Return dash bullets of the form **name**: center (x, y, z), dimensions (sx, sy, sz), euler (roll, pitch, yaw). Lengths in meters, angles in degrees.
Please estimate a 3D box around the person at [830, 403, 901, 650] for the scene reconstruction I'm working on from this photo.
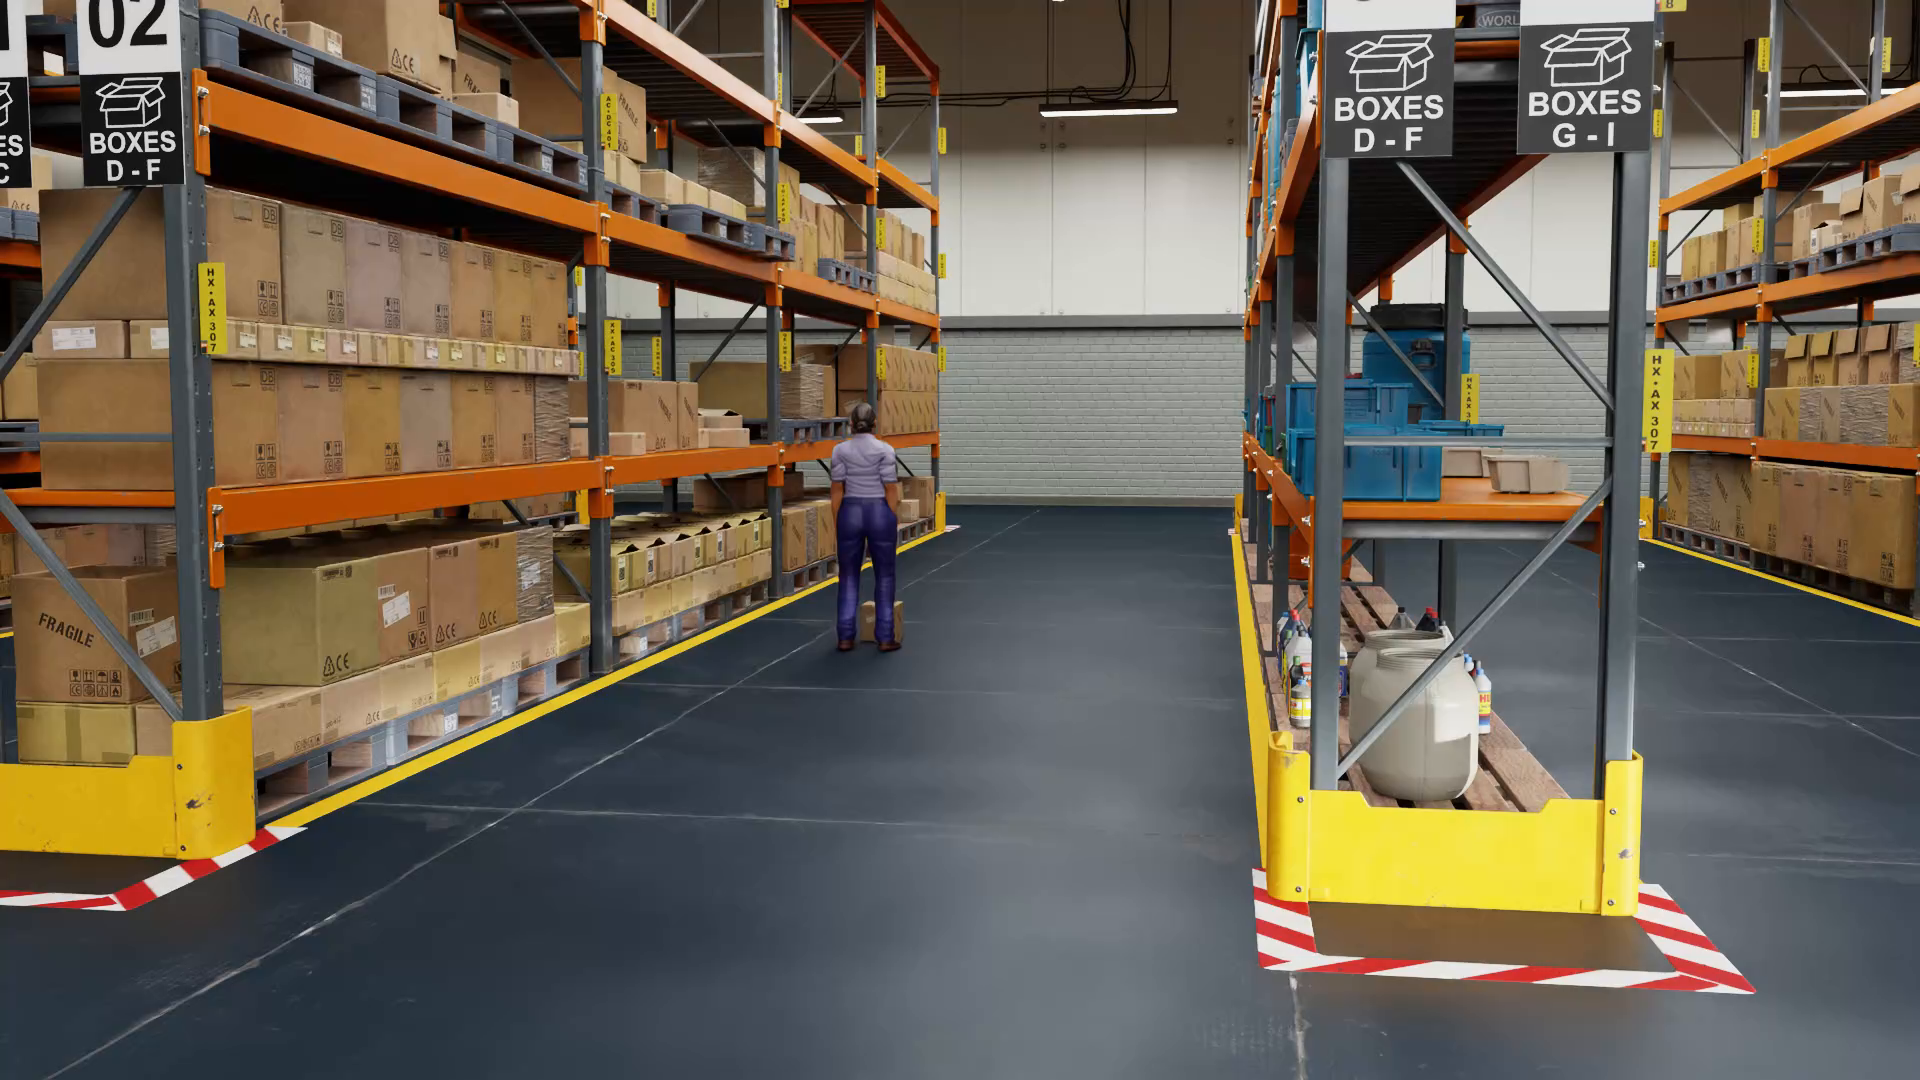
- **person**: center (-0.634, -0.087, 11.113), dimensions (0.467, 1.651, 0.345), euler (1, 5, 10)
